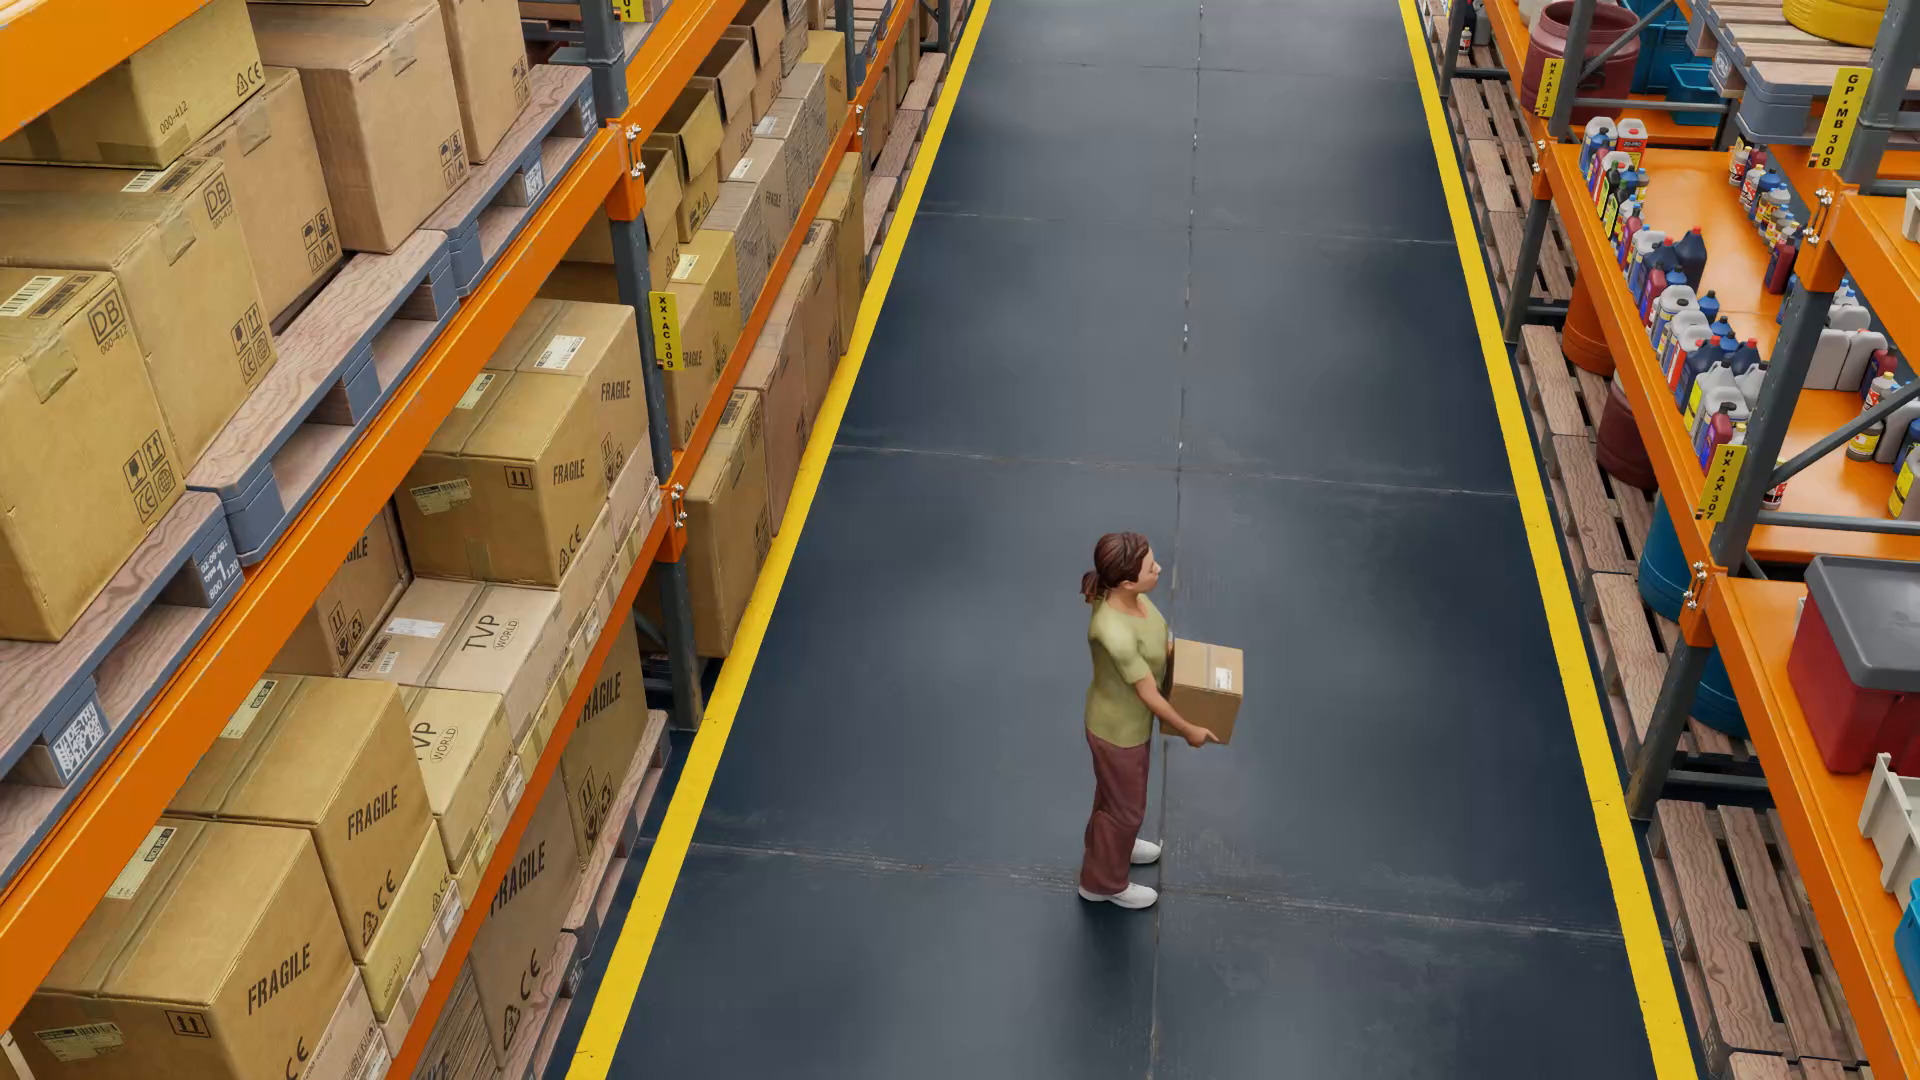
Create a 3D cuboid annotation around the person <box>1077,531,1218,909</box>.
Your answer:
[{"bbox_3d":[0.677,0.670,6.136,0.538,1.668,0.420,4,36,6],"label":"person"}]
